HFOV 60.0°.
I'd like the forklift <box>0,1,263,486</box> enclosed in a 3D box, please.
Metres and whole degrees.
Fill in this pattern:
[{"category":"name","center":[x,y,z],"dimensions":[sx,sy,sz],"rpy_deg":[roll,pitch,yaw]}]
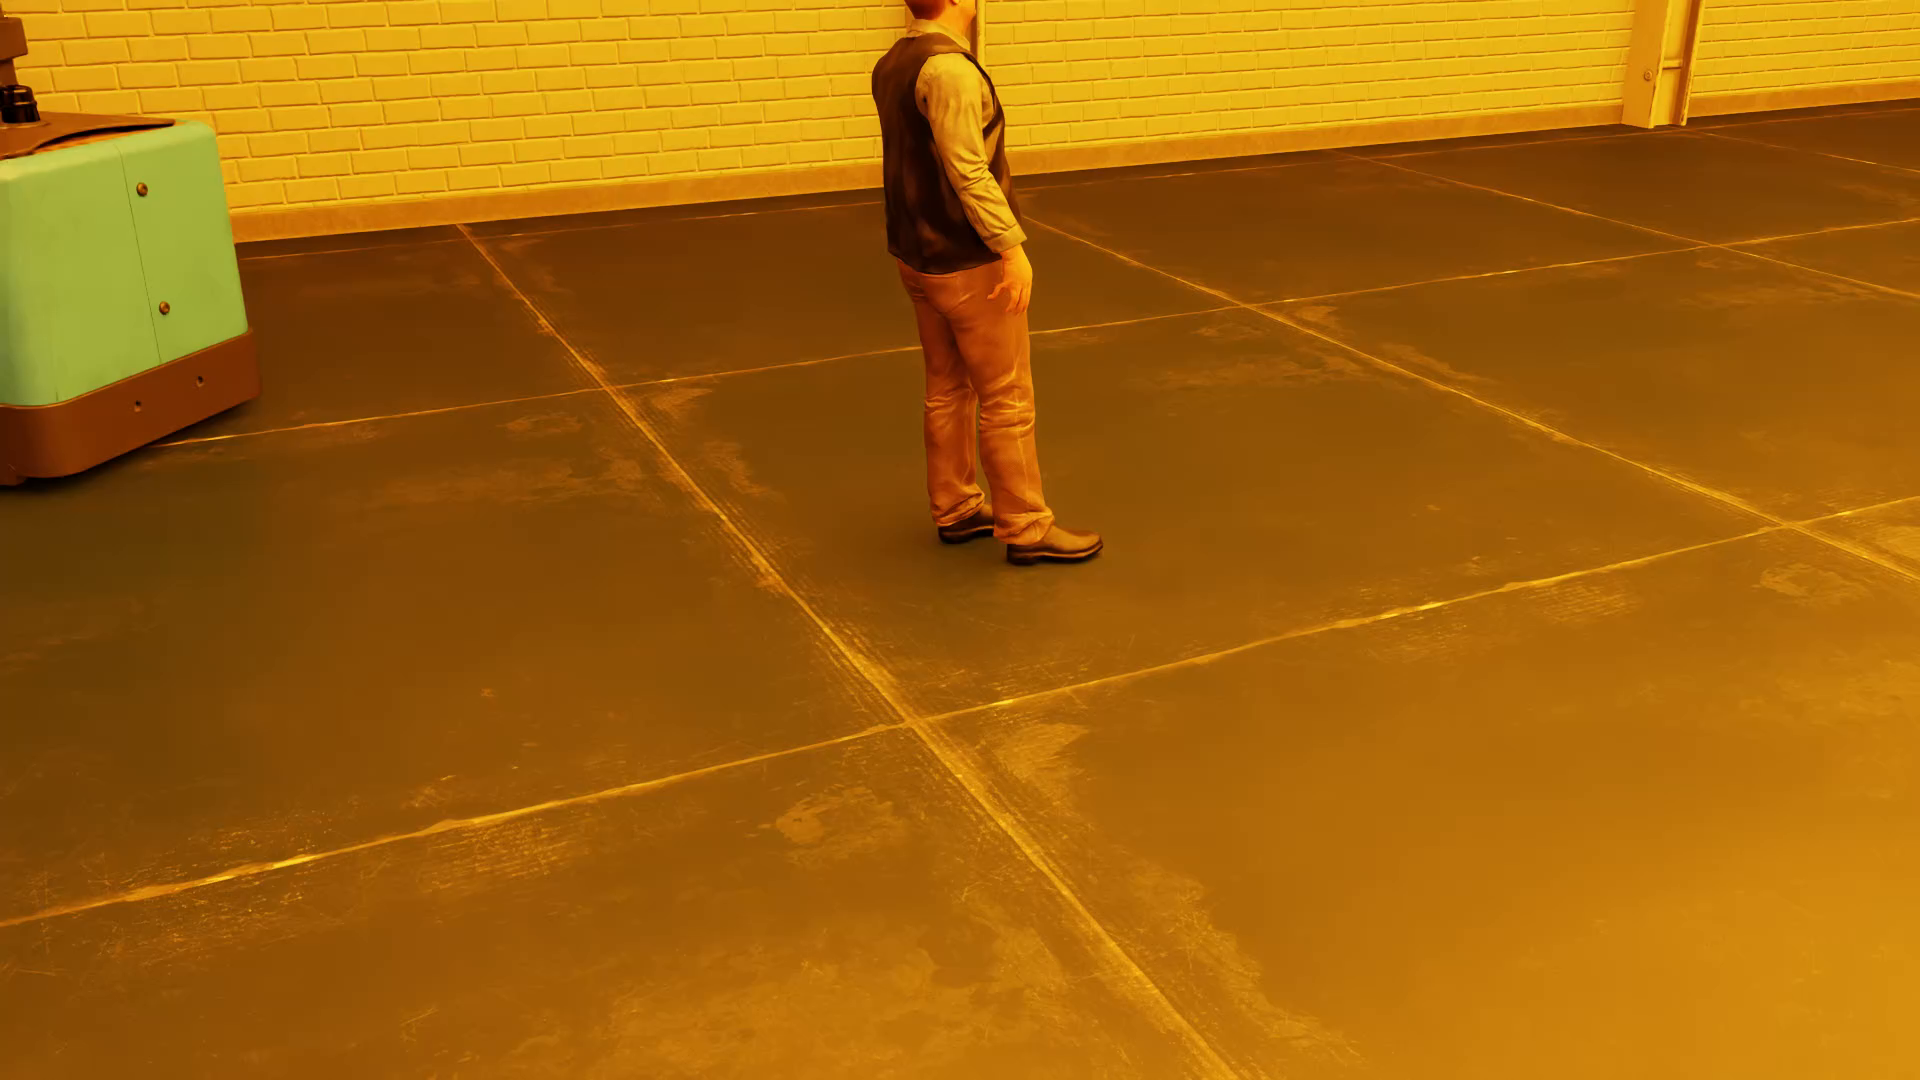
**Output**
[{"category":"forklift","center":[-4.194,-1.845,5.727],"dimensions":[3.031,2.935,1.130],"rpy_deg":[7,24,16]}]

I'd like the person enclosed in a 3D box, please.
[{"category":"person","center":[0.059,-0.809,4.791],"dimensions":[0.568,1.720,0.632],"rpy_deg":[-10,25,-23]}]
